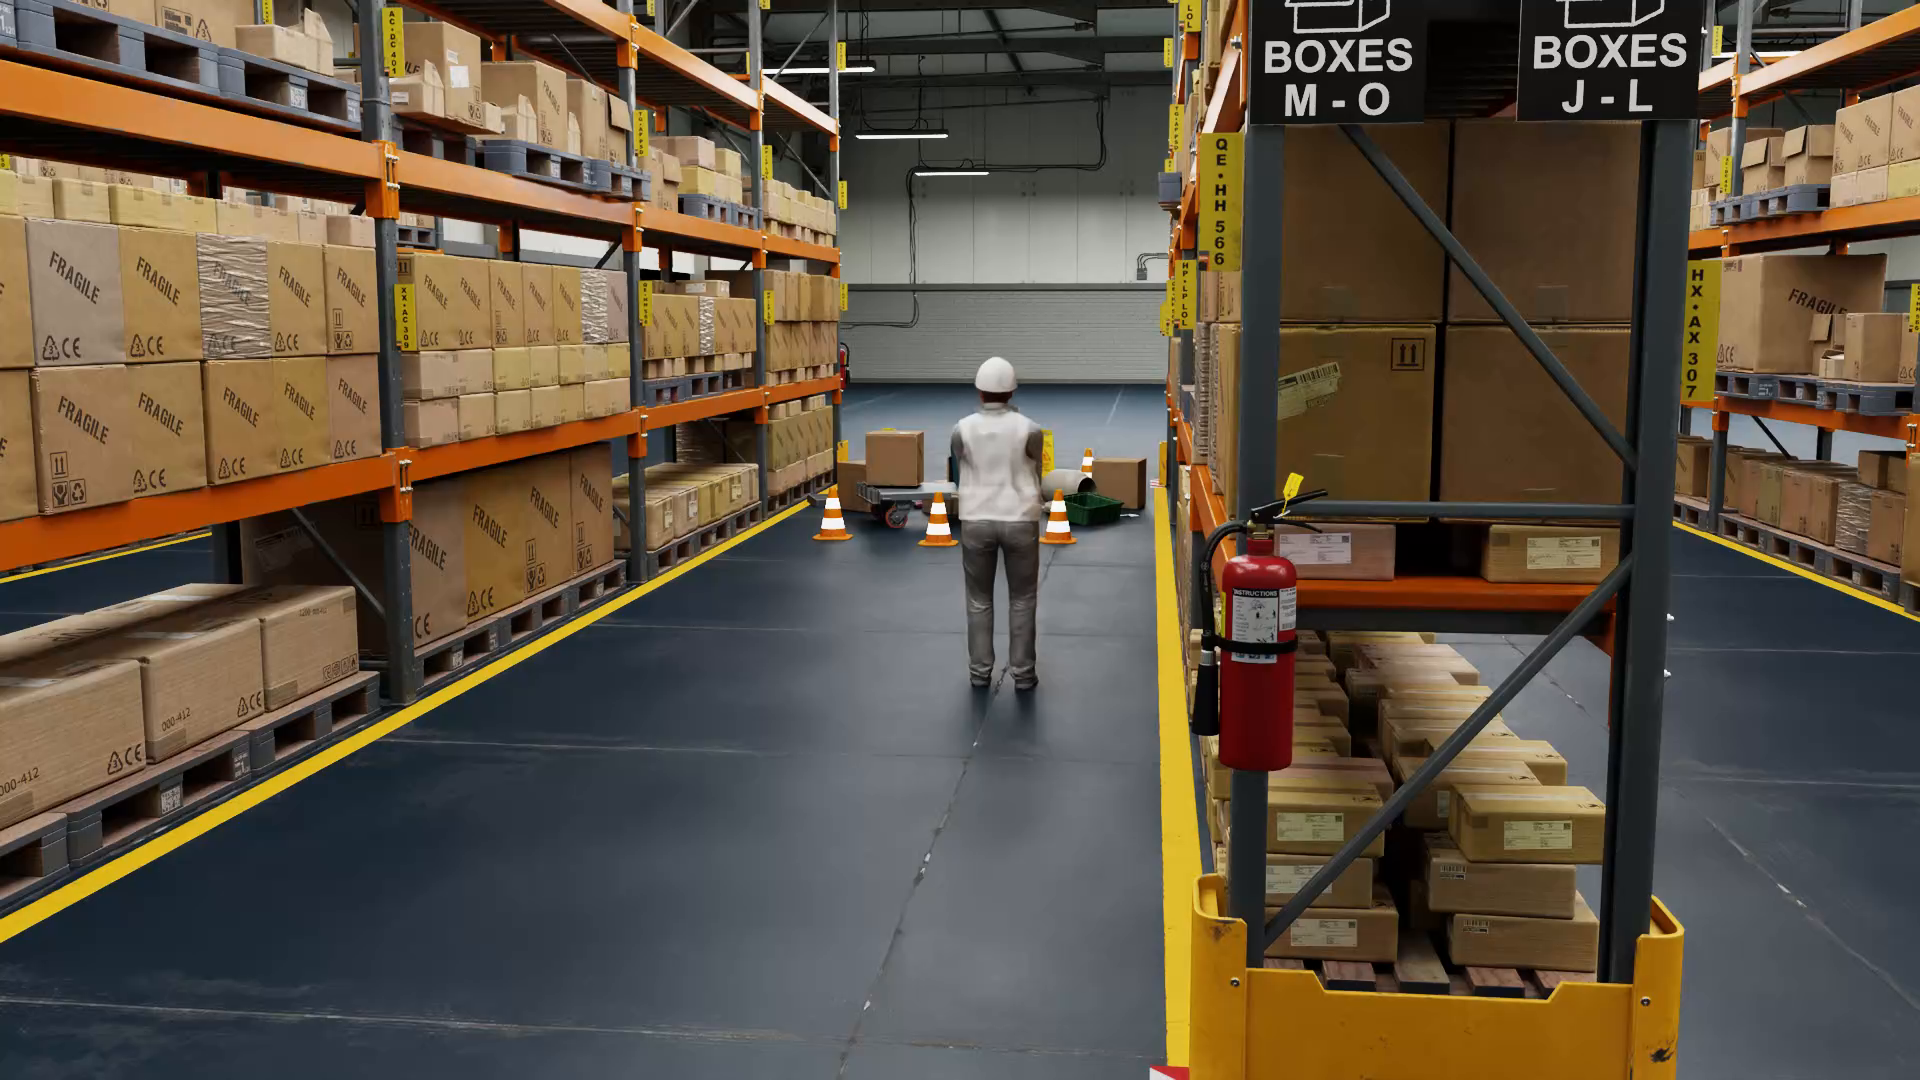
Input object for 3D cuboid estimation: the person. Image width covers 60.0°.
[{"bbox_3d":[0.213,-0.099,8.965,0.483,1.770,0.547,1,8,7],"label":"person"}]
